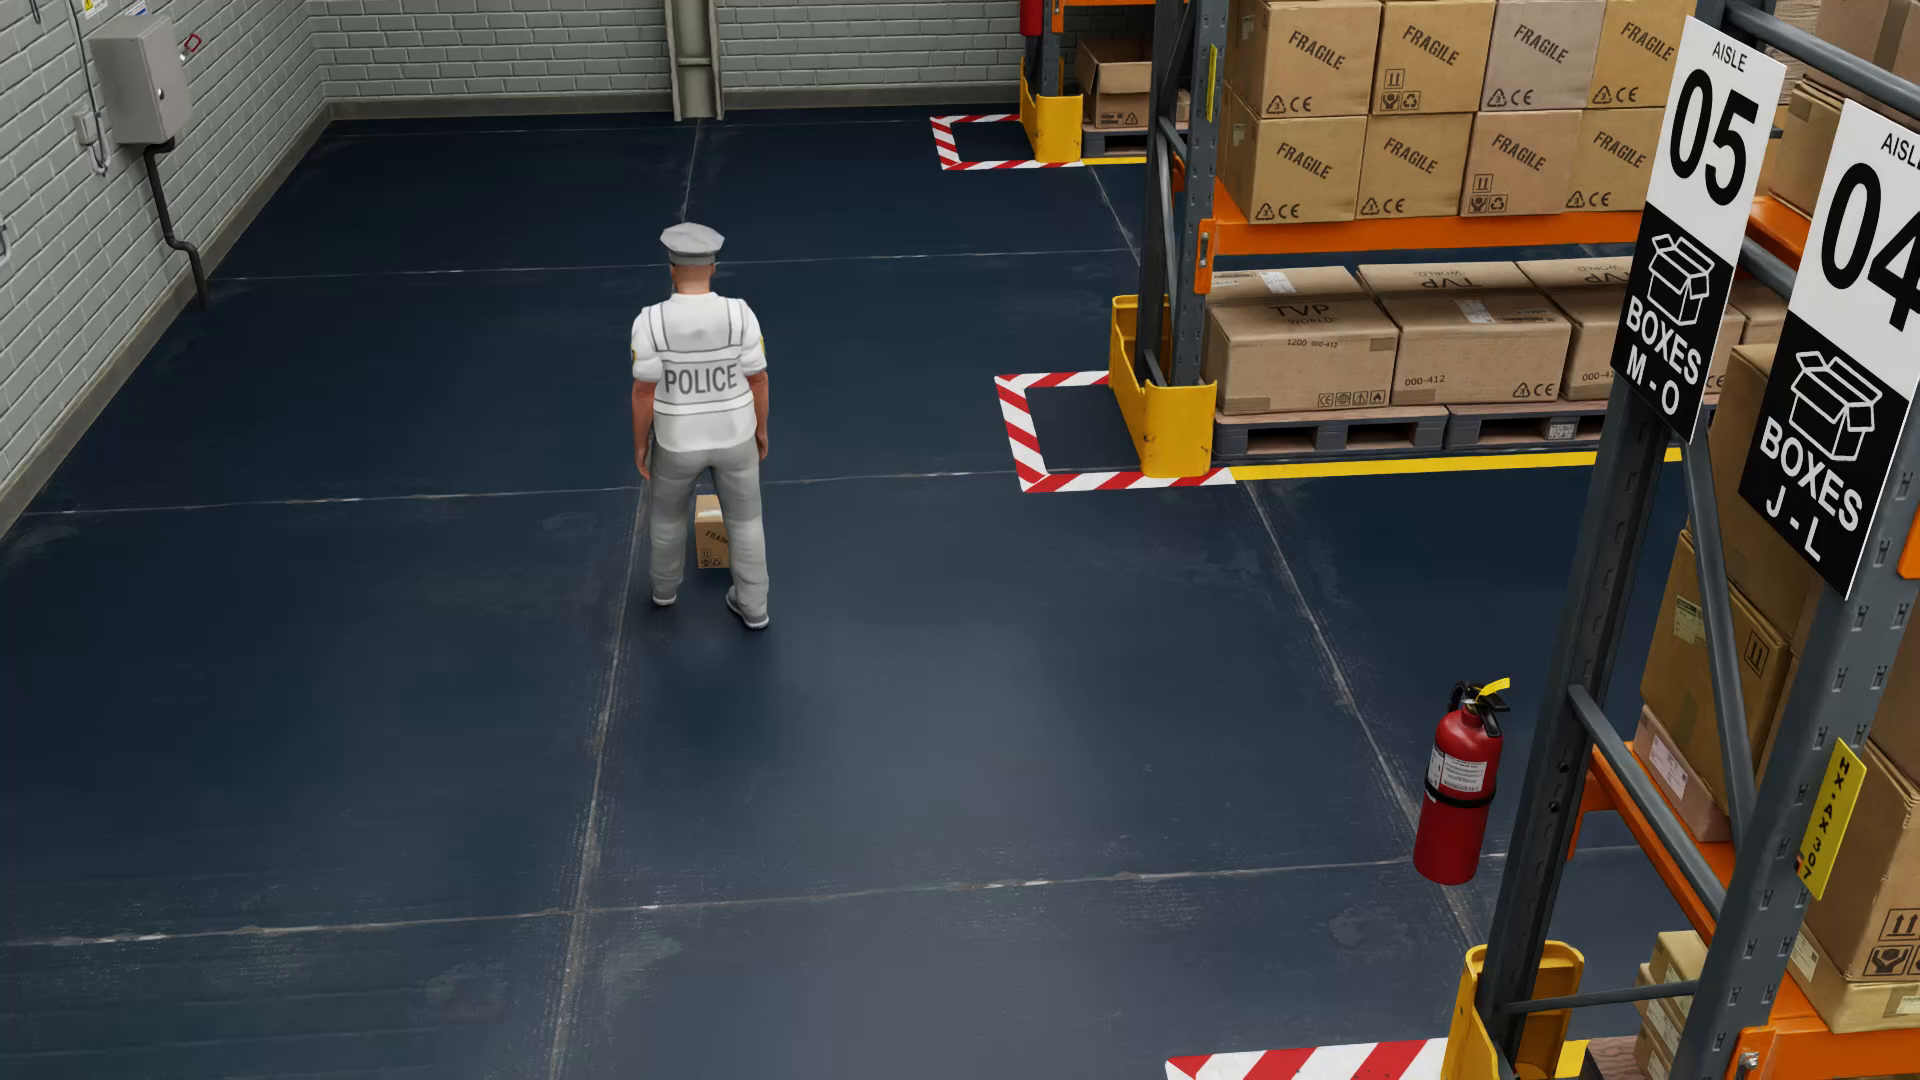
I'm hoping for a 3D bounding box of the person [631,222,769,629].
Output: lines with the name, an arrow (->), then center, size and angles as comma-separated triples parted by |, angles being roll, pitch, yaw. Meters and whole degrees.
person -> -1.081, -0.481, 6.920 | 0.569, 1.742, 0.590 | -7, 32, -11
